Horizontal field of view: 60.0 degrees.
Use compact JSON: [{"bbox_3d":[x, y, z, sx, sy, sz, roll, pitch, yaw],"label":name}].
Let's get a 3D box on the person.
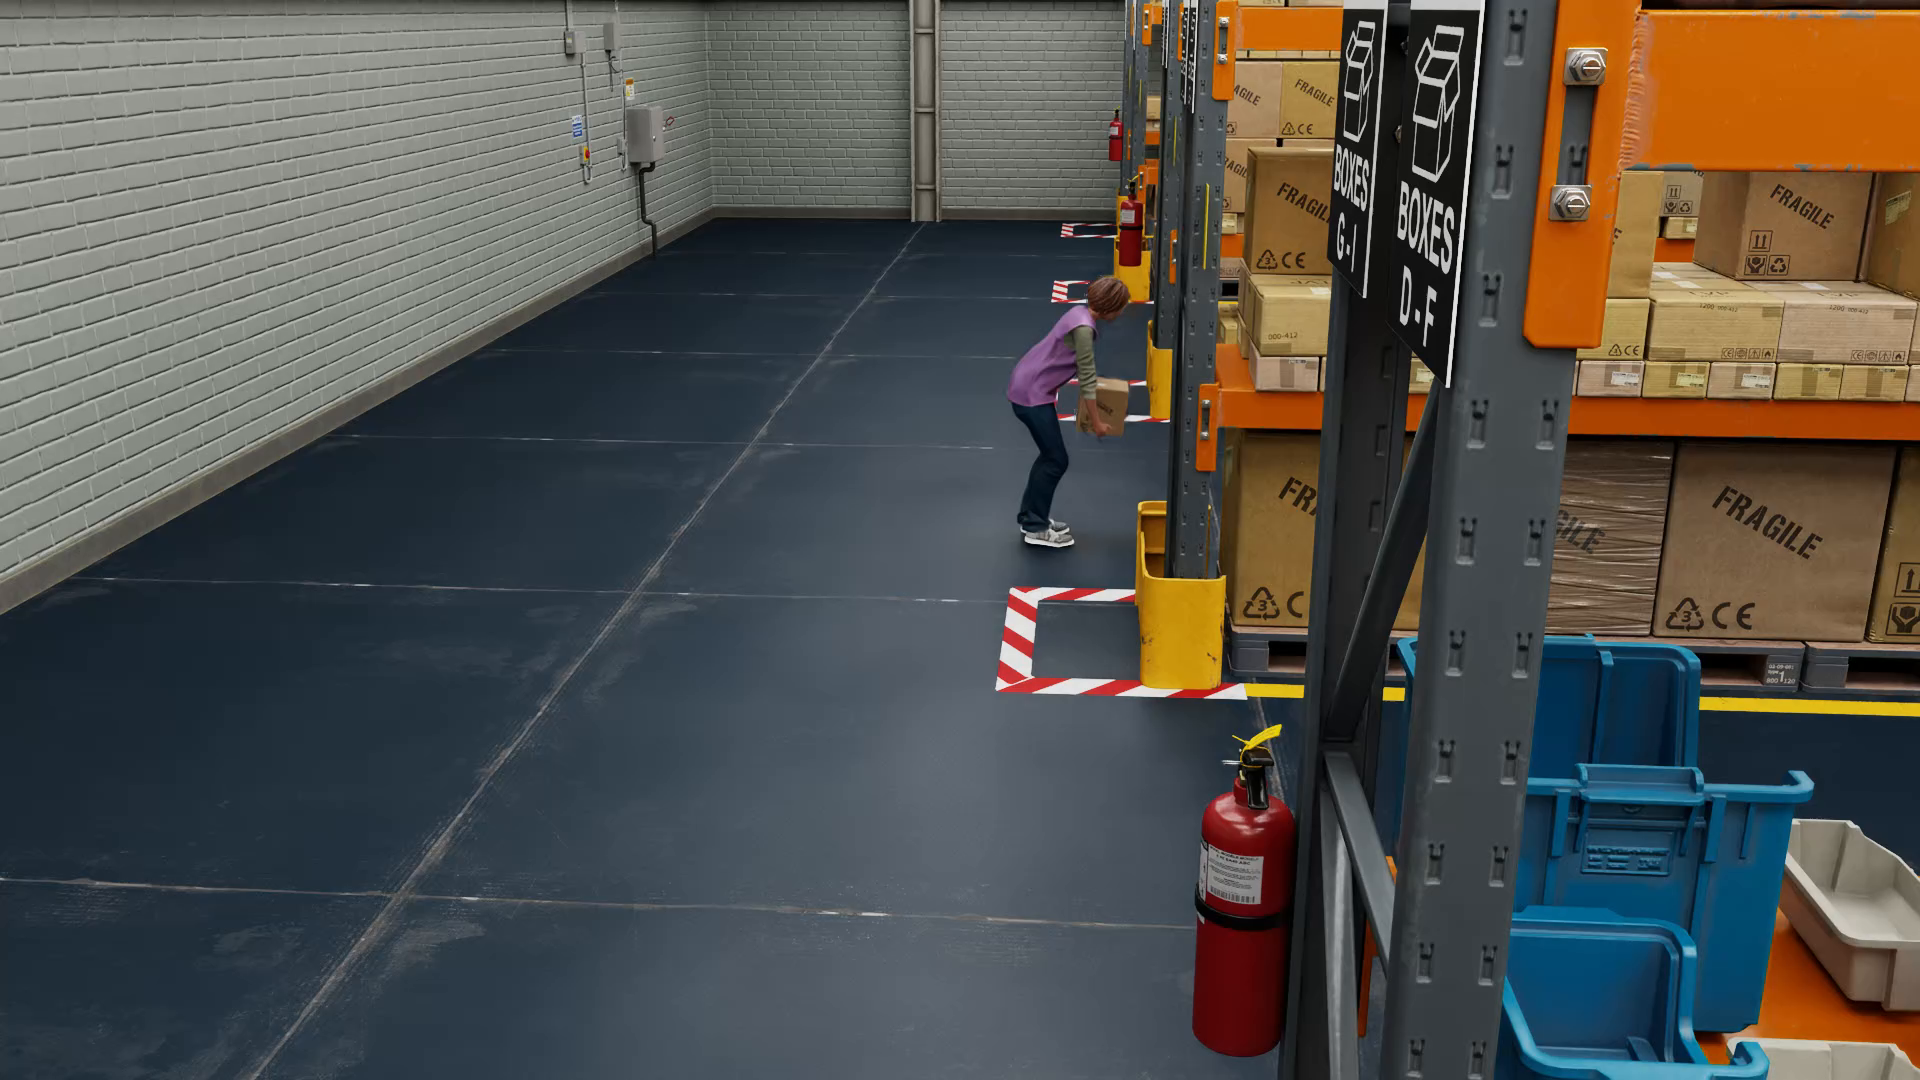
[{"bbox_3d":[0.571,-0.691,8.957,0.646,1.459,0.374,1,18,3],"label":"person"}]
